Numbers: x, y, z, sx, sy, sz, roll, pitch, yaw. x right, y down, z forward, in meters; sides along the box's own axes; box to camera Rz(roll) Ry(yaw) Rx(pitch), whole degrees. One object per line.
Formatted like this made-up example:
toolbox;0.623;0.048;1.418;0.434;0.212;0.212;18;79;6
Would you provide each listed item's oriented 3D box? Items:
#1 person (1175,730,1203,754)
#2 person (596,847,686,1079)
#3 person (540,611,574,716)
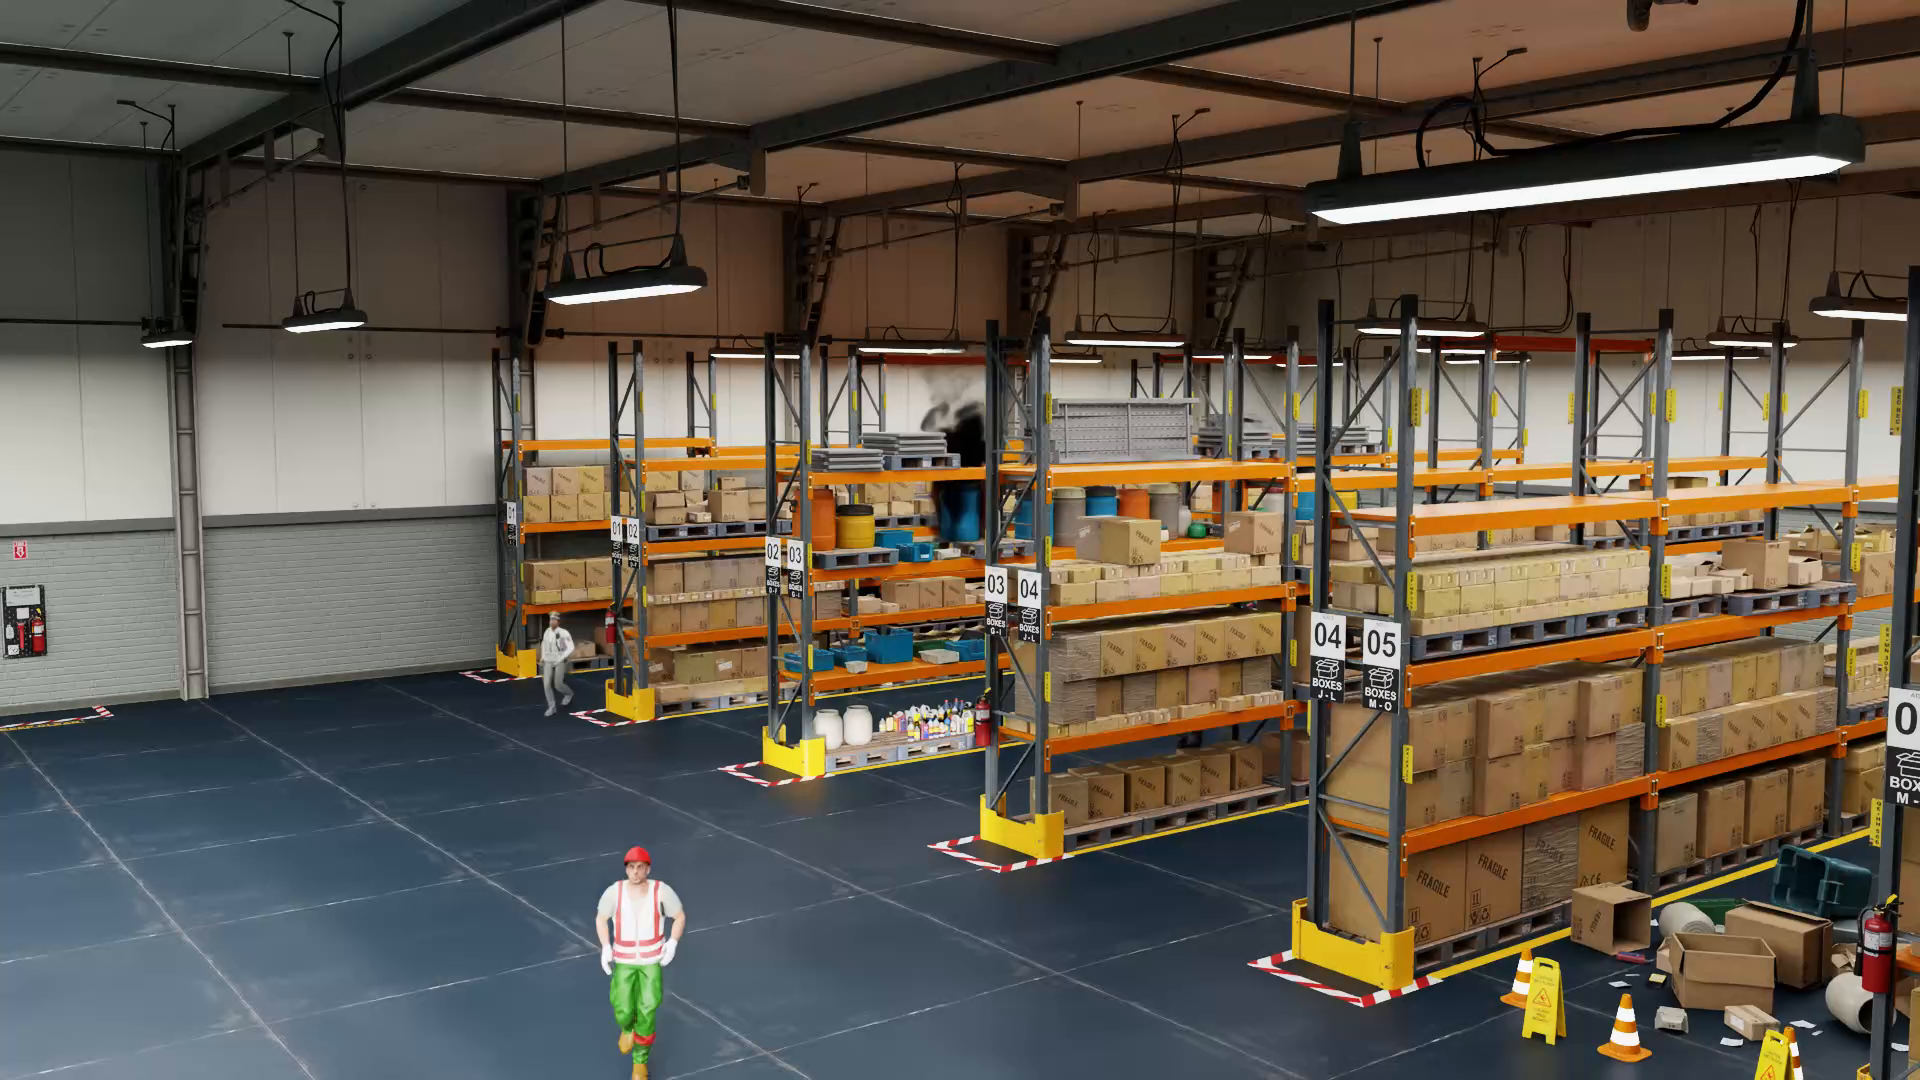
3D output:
person;3.069;2.055;22.634;0.644;1.763;0.640;5;7;44
person;-2.427;3.185;12.672;0.678;1.756;0.593;-1;5;-8
person;-6.524;1.971;26.947;0.636;1.668;0.733;1;5;16
